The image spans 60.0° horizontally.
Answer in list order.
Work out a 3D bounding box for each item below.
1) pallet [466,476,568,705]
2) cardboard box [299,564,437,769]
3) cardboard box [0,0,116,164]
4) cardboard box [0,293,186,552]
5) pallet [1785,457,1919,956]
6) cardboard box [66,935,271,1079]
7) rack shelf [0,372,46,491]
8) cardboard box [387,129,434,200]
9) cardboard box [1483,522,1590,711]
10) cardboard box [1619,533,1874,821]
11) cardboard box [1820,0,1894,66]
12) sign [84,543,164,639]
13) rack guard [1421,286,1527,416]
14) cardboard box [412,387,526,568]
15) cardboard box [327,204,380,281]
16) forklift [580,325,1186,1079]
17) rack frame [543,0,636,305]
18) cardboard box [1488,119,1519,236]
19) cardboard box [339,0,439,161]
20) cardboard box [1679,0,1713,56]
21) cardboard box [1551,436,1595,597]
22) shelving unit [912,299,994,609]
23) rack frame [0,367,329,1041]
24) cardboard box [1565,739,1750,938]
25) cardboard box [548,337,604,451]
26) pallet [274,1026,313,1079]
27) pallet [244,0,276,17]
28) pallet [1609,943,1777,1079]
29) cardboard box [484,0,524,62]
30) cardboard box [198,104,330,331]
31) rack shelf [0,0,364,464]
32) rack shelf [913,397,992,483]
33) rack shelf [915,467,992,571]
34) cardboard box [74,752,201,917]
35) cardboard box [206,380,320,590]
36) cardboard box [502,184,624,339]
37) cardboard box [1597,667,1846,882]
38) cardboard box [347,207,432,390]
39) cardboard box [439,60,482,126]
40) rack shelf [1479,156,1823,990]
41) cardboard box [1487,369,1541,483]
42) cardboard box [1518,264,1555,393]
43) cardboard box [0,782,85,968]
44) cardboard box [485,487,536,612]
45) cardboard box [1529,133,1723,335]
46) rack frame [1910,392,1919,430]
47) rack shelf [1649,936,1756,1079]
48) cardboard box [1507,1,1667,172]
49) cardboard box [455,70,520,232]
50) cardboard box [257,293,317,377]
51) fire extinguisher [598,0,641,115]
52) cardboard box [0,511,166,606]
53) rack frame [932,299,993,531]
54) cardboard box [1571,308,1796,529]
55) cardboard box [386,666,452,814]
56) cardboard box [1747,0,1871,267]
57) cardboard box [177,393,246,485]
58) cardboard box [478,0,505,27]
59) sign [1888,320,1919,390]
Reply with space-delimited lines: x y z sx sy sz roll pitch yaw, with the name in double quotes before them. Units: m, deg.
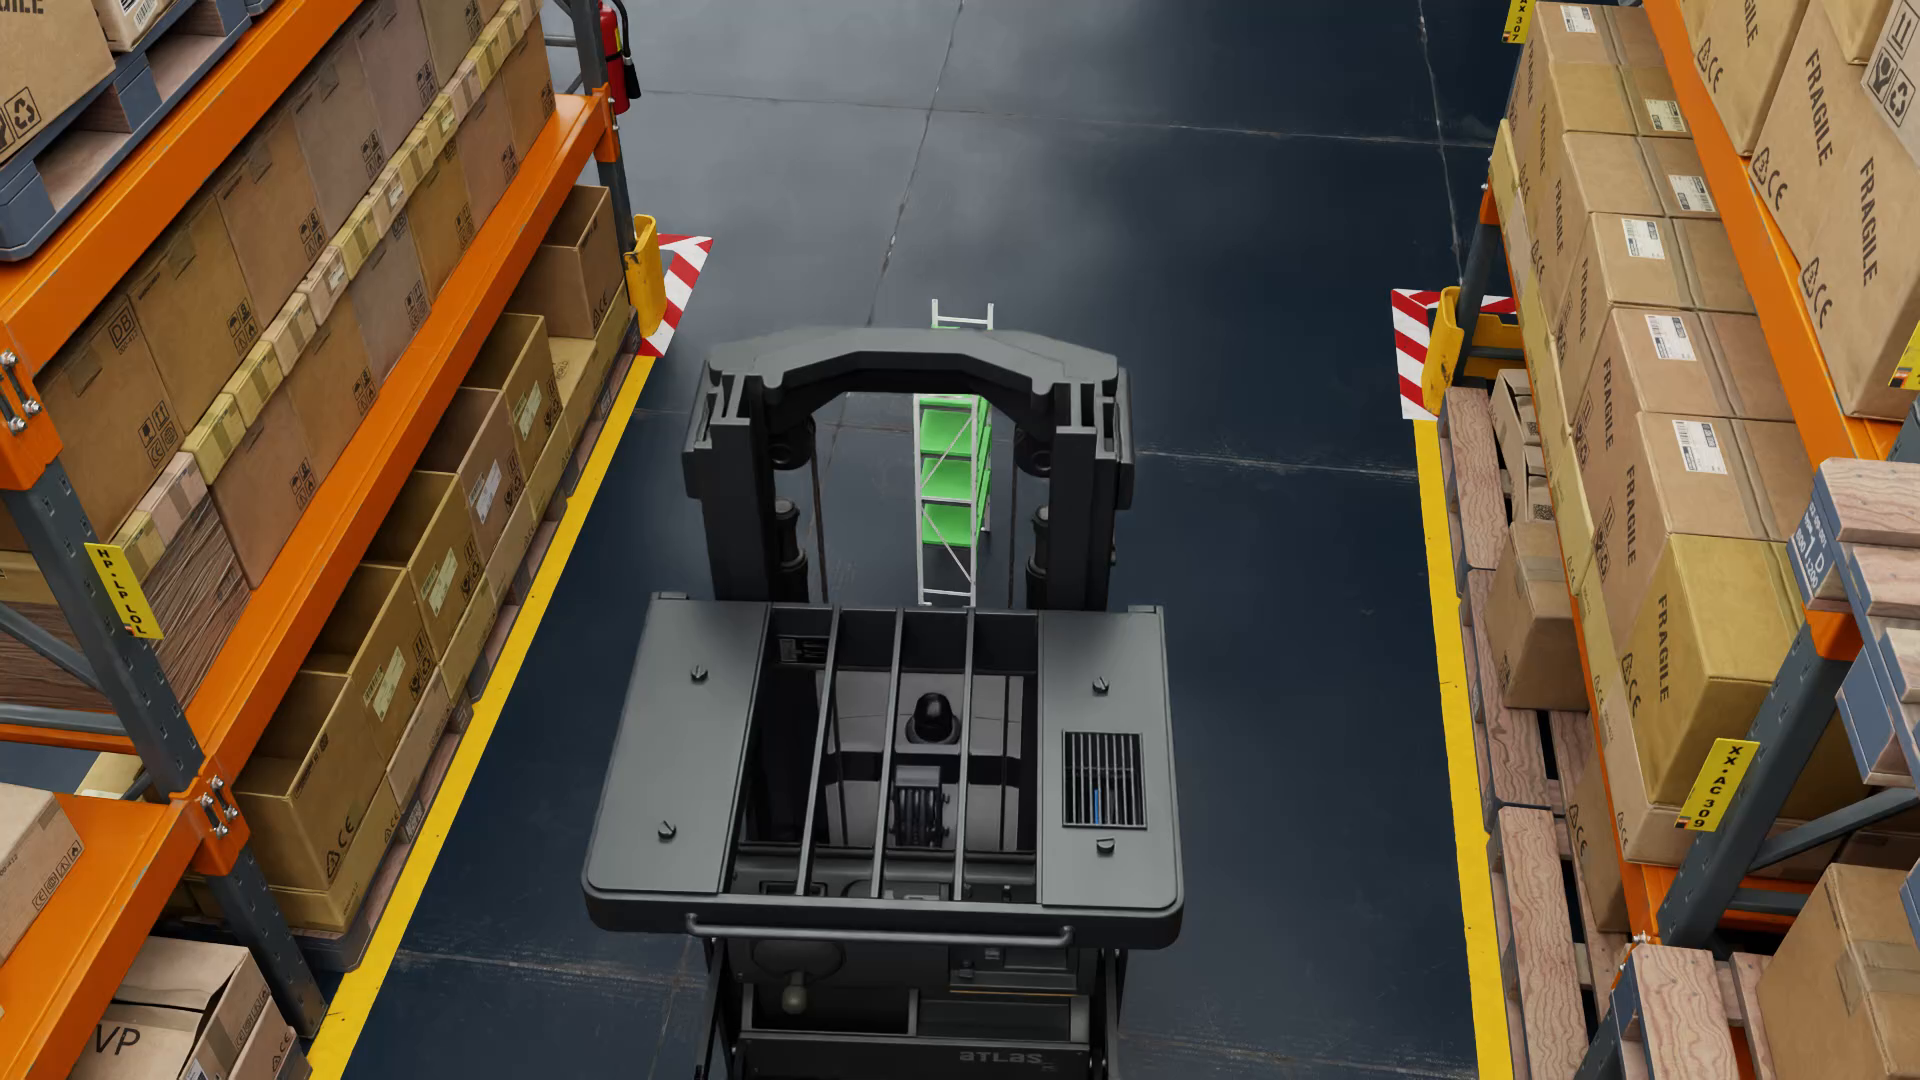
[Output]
"pallet" -2.319 0.120 6.970 1.003 0.211 1.213 5 44 6
"cardboard box" -2.194 0.424 5.770 0.500 0.500 0.500 5 44 6
"cardboard box" -2.296 -1.169 3.641 0.500 0.500 0.500 9 44 9
"cardboard box" -2.572 -0.331 4.402 0.700 0.500 0.500 5 44 6
"pallet" 2.100 0.317 2.688 1.213 0.211 1.003 5 44 6
"cardboard box" -2.393 1.424 4.851 0.500 0.311 0.500 5 44 6
"rack shelf" -2.888 1.014 2.339 1.077 0.370 4.000 5 44 6
"cardboard box" -2.127 -1.358 5.958 0.380 0.149 0.250 6 44 7
"cardboard box" 2.413 0.296 6.254 0.700 0.500 0.500 3 44 3
"cardboard box" 2.043 0.352 4.246 0.500 0.500 0.500 5 44 5
"cardboard box" 2.147 -1.311 3.457 0.500 0.500 0.500 7 44 8
"sign" -2.085 0.130 4.146 0.100 0.325 0.005 5 44 6
"rack guard" 2.805 -0.840 7.773 1.175 0.500 0.348 5 44 6
"cardboard box" -2.056 -0.257 6.489 0.500 0.500 0.500 5 44 6
"cardboard box" -2.195 -1.014 5.595 0.380 0.149 0.250 5 44 5
"forklift" -0.124 1.078 3.980 1.130 2.935 3.031 2 43 2
"rack frame" -2.095 -2.247 7.441 1.000 3.000 0.127 5 44 6
"cardboard box" 2.436 -1.448 6.692 0.500 0.250 0.500 4 44 4
"cardboard box" -2.307 -1.699 5.846 0.700 0.500 0.500 5 44 6
"cardboard box" 2.303 -1.643 4.534 0.500 0.500 0.500 8 44 8
"cardboard box" 2.174 -0.059 5.225 0.500 0.250 0.500 5 44 5
"shelving unit" -0.022 -0.323 6.718 0.258 1.200 0.503 5 44 6
"rack frame" -2.624 0.479 4.562 1.000 3.000 0.127 5 44 6
"cardboard box" 2.384 0.964 5.548 0.500 0.500 0.500 2 43 2
"cardboard box" -1.927 -0.667 7.467 0.500 0.250 0.500 5 44 6
"pallet" -2.683 1.998 4.987 1.003 0.211 1.213 5 44 6
"pallet" -2.373 -1.990 5.053 1.003 0.211 1.213 5 44 6
"pallet" 2.041 1.504 3.619 1.003 0.211 1.213 5 44 6
"cardboard box" -1.990 -2.062 6.702 0.380 0.149 0.250 6 44 7
"cardboard box" -2.439 -1.017 5.126 0.700 0.500 0.500 5 44 5
"rack shelf" -2.360 -1.712 5.218 1.077 0.370 4.000 5 44 6
"rack shelf" -0.022 -0.451 6.597 0.258 0.148 0.480 5 44 6
"rack shelf" -0.022 -0.102 6.927 0.258 0.148 0.480 5 44 6
"cardboard box" -2.779 0.989 5.718 0.500 0.250 0.500 5 44 6
"cardboard box" -2.508 -0.220 5.228 0.700 0.500 0.500 5 44 5
"cardboard box" -1.871 -1.281 7.570 0.500 0.500 0.500 5 44 6
"cardboard box" 2.049 0.624 4.504 0.500 0.250 0.500 5 44 6
"cardboard box" -2.372 -0.911 5.957 0.700 0.500 0.500 6 44 7
"cardboard box" -2.059 -1.717 6.337 0.380 0.149 0.250 6 44 6
"rack shelf" 2.551 -0.175 5.776 1.077 0.370 4.000 5 44 6
"cardboard box" 2.635 -0.519 7.252 0.500 0.311 0.500 1 43 1
"cardboard box" 2.309 -0.746 5.951 0.500 0.250 0.500 5 44 5
"cardboard box" -2.646 0.873 4.255 0.500 0.250 0.500 8 44 8
"cardboard box" -2.060 0.015 6.747 0.500 0.250 0.500 5 44 6
"cardboard box" 2.305 -1.039 5.714 0.500 0.500 0.500 4 44 4
"rack frame" 2.287 -1.251 2.027 1.000 3.000 0.127 5 44 6
"rack shelf" 2.022 2.551 2.897 1.077 0.370 4.000 5 44 6
"cardboard box" 2.454 -1.726 6.440 0.500 0.500 0.500 5 44 6
"cardboard box" -2.234 -1.608 6.694 0.700 0.500 0.500 6 44 7
"cardboard box" -2.263 -0.654 5.215 0.380 0.149 0.250 4 44 4
"fire extinguisher" -1.619 -2.257 7.508 0.296 0.674 0.183 5 44 6
"cardboard box" -2.396 0.042 4.480 0.380 0.149 0.250 5 44 5
"rack frame" 0.010 -0.489 6.894 0.240 1.200 0.015 5 44 6
"cardboard box" 2.180 -0.331 4.967 0.500 0.500 0.500 4 44 4
"cardboard box" -2.191 0.697 6.027 0.500 0.250 0.500 5 44 6
"cardboard box" 2.188 -0.916 3.767 0.500 0.500 0.500 2 43 2
"cardboard box" -2.331 -0.305 4.846 0.380 0.149 0.250 4 44 4
"cardboard box" -2.177 -2.401 6.588 0.700 0.500 0.500 5 44 6
"sign" 1.748 -0.394 2.927 0.100 0.325 0.005 5 44 6
